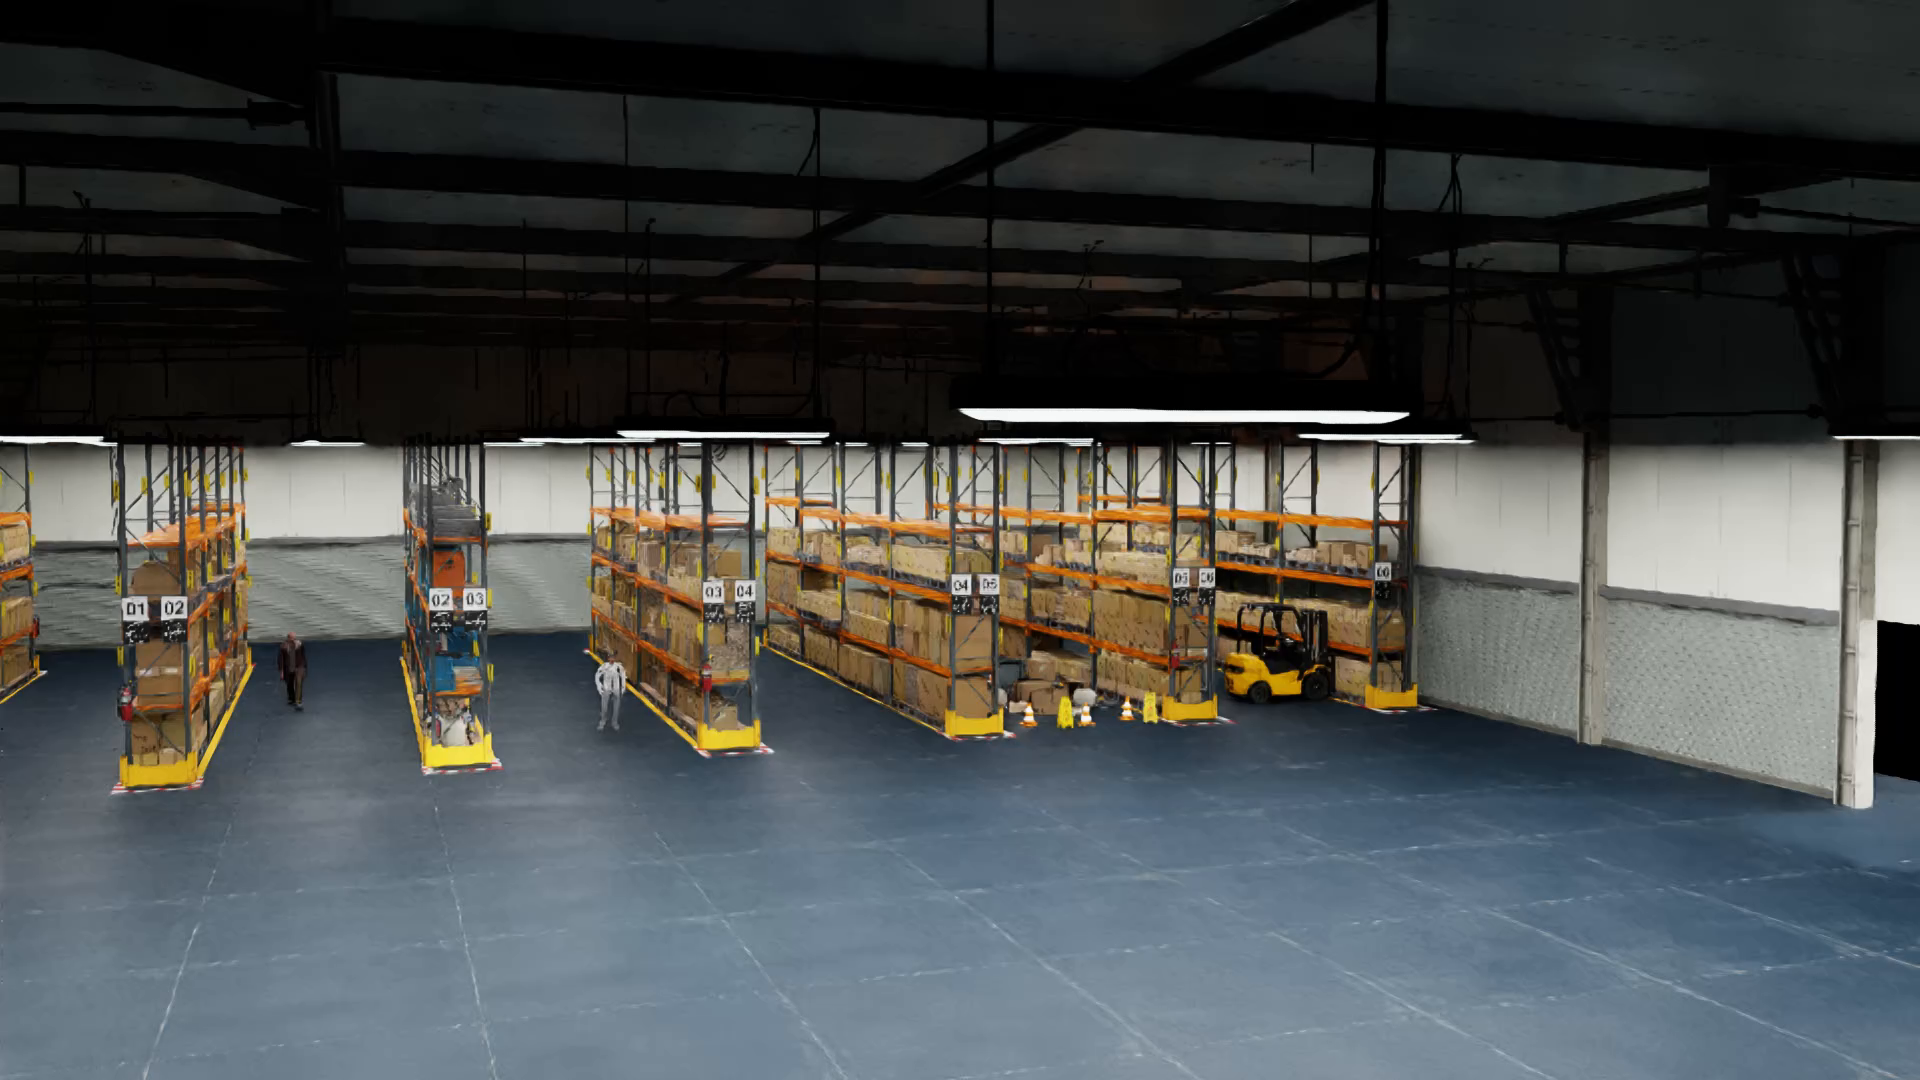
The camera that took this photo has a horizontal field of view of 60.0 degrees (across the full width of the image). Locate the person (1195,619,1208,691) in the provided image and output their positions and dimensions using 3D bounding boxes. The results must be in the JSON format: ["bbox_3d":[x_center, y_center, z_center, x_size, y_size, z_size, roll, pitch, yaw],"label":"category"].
[{"bbox_3d":[5.646,2.706,39.237,0.545,1.656,0.572,1,3,11],"label":"person"}]

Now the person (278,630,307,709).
[{"bbox_3d":[-14.678,2.828,36.555,0.598,1.698,1.193,-1,3,-17],"label":"person"}]

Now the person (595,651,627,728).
[{"bbox_3d":[-7.106,3.037,33.854,0.639,1.632,0.512,-1,3,-22],"label":"person"}]
